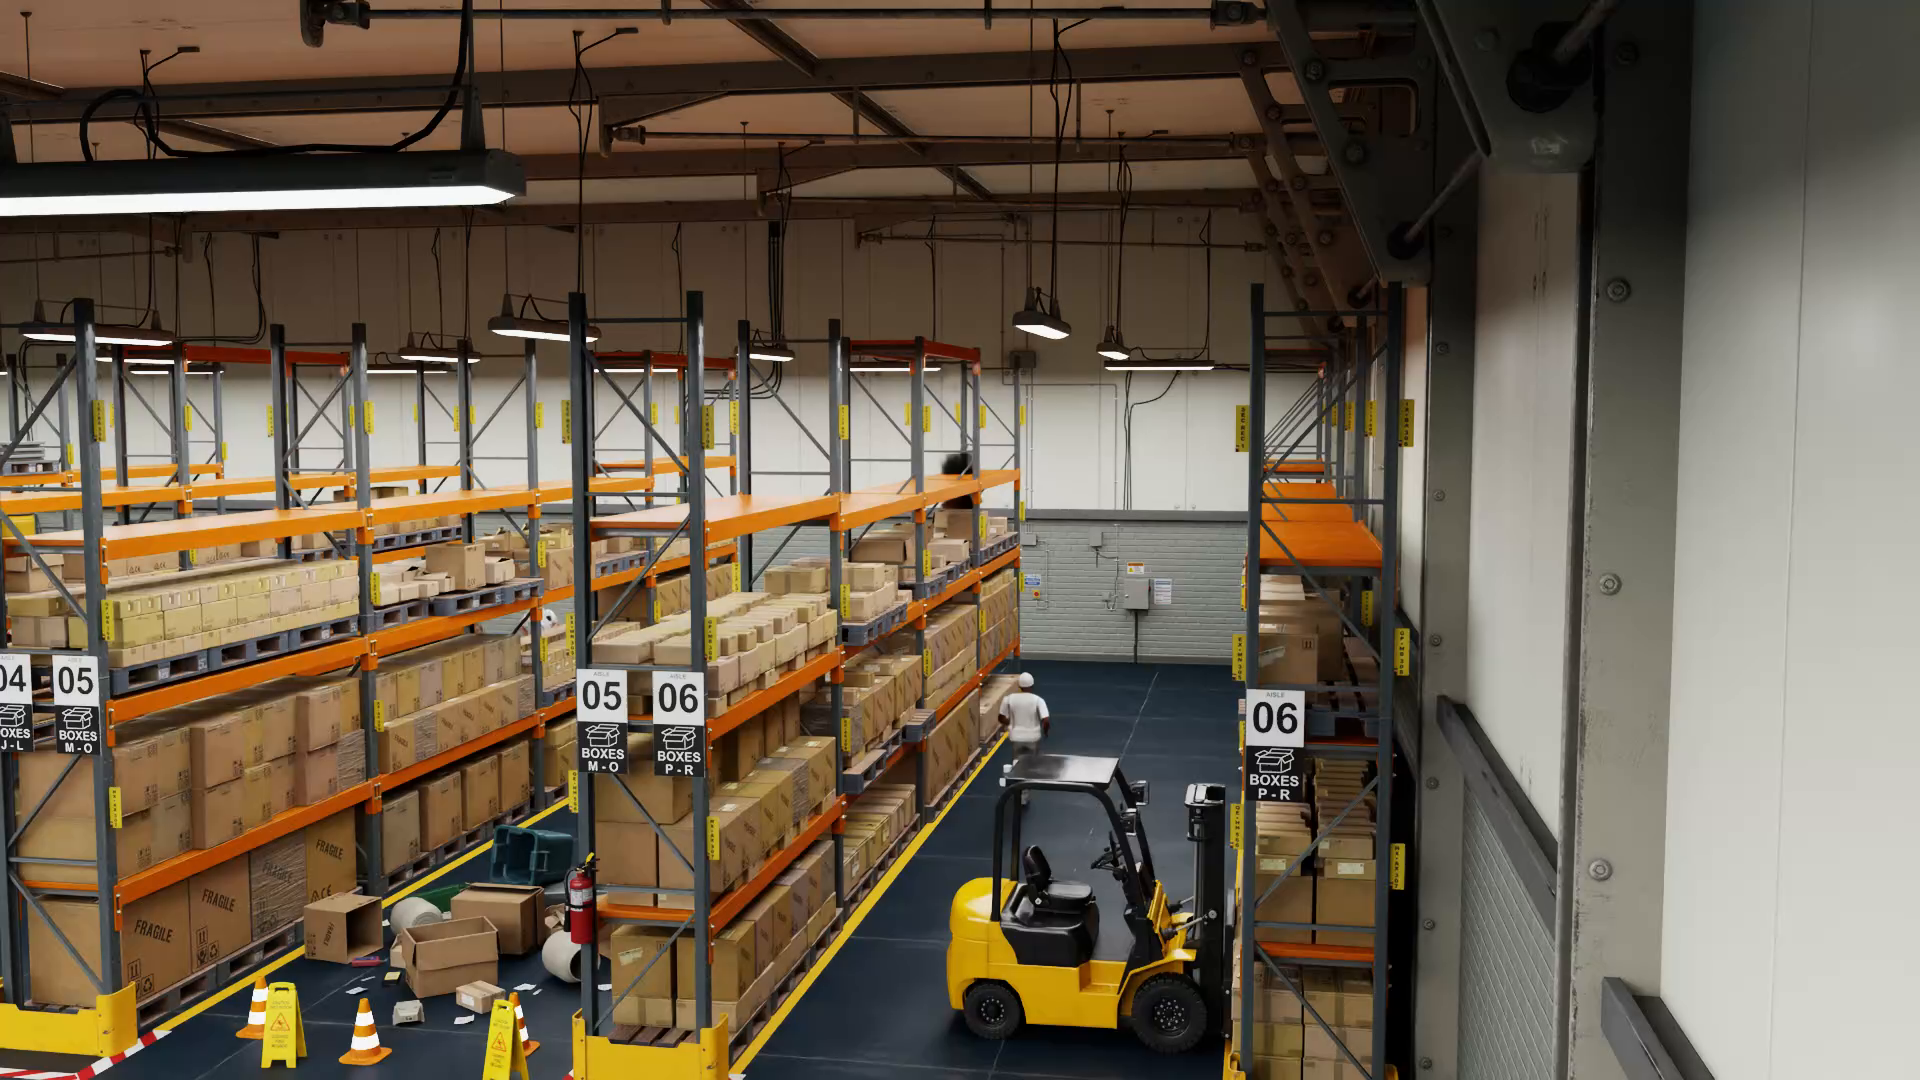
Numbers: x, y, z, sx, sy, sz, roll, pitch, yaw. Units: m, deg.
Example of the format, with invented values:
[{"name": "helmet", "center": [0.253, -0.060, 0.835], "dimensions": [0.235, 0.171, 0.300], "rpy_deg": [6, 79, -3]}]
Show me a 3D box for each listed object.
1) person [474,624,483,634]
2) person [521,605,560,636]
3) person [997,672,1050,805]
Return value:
[{"name": "person", "center": [-7.902, 2.178, 27.272], "dimensions": [0.581, 1.614, 0.559], "rpy_deg": [0, 5, -1]}, {"name": "person", "center": [-7.589, 1.883, 30.215], "dimensions": [0.696, 1.739, 0.930], "rpy_deg": [-3, 5, -32]}, {"name": "person", "center": [0.831, 2.575, 21.521], "dimensions": [0.686, 1.720, 0.589], "rpy_deg": [1, 5, 15]}]
